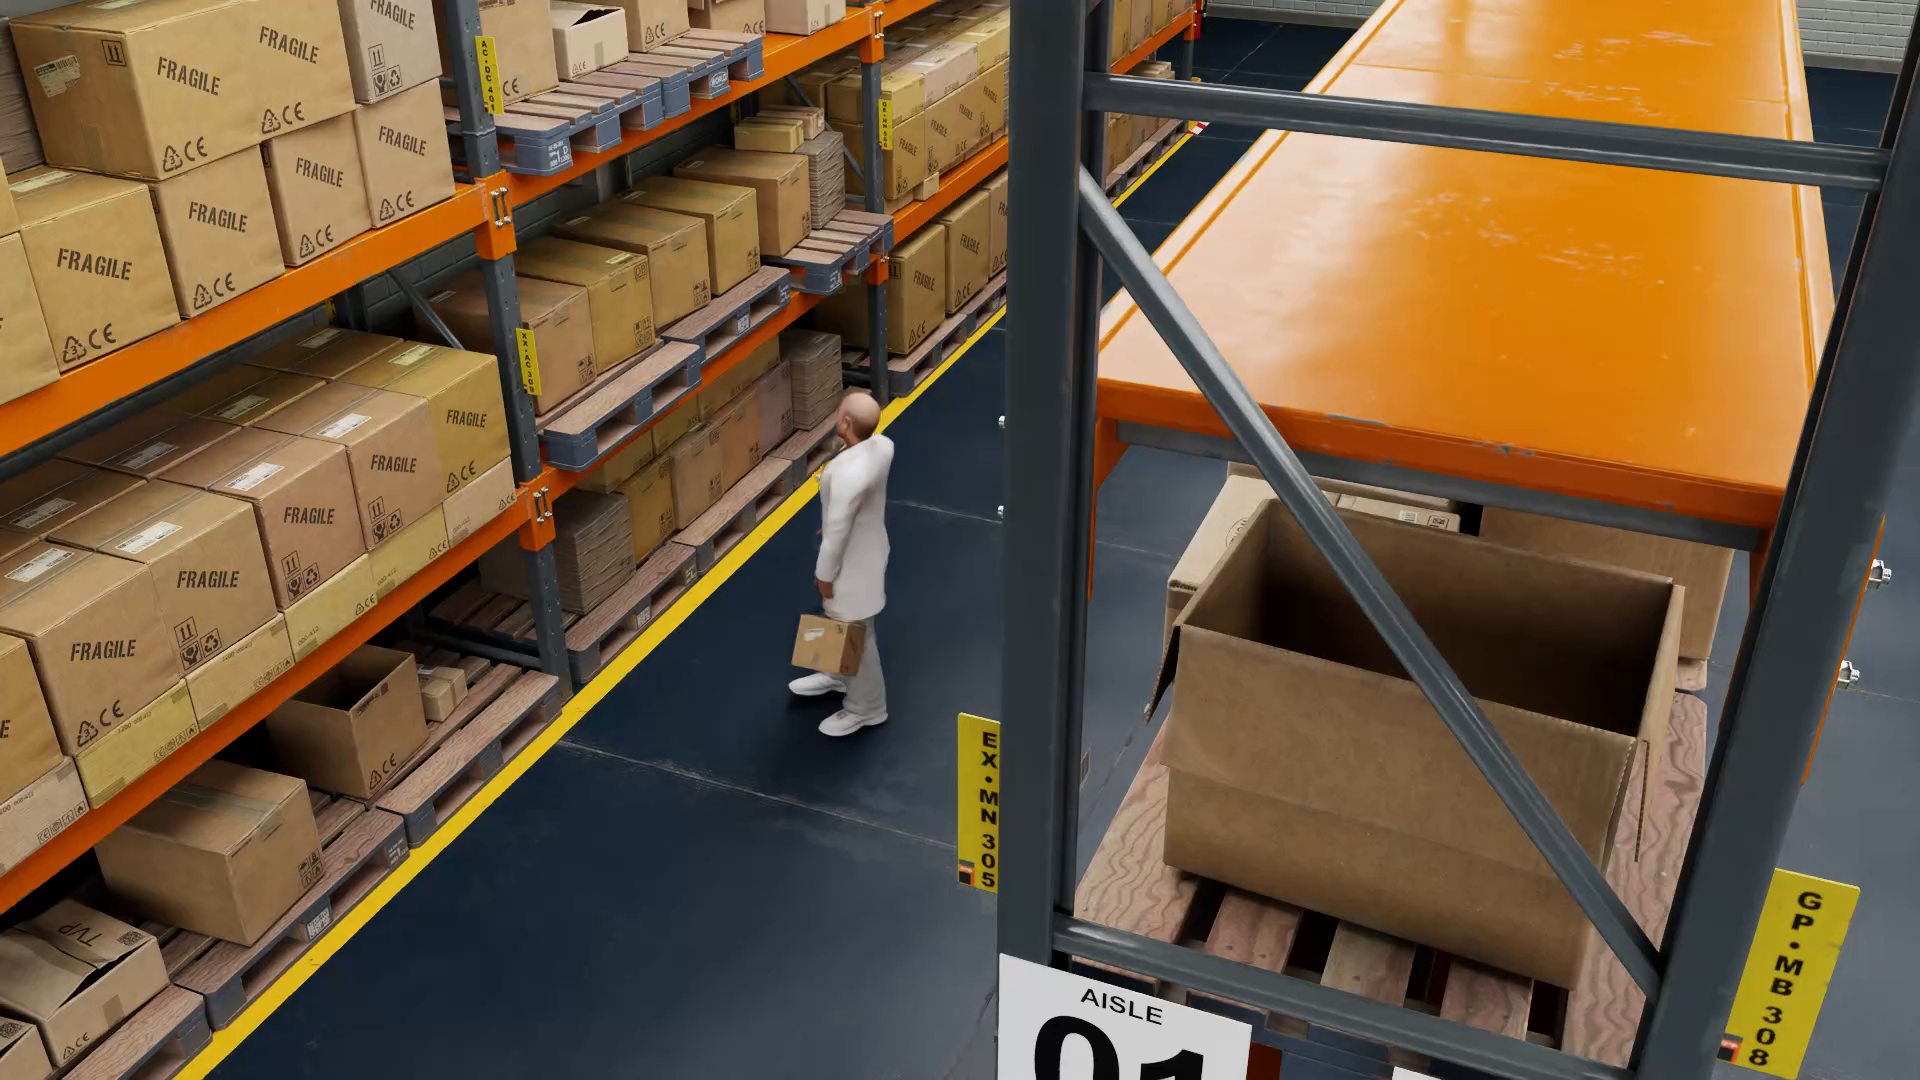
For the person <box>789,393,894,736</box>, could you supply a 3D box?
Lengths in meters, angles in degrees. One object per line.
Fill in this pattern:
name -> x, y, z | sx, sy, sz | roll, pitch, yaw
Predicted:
person -> -0.626, 0.104, 8.192 | 0.568, 1.782, 0.582 | 5, 30, 10
